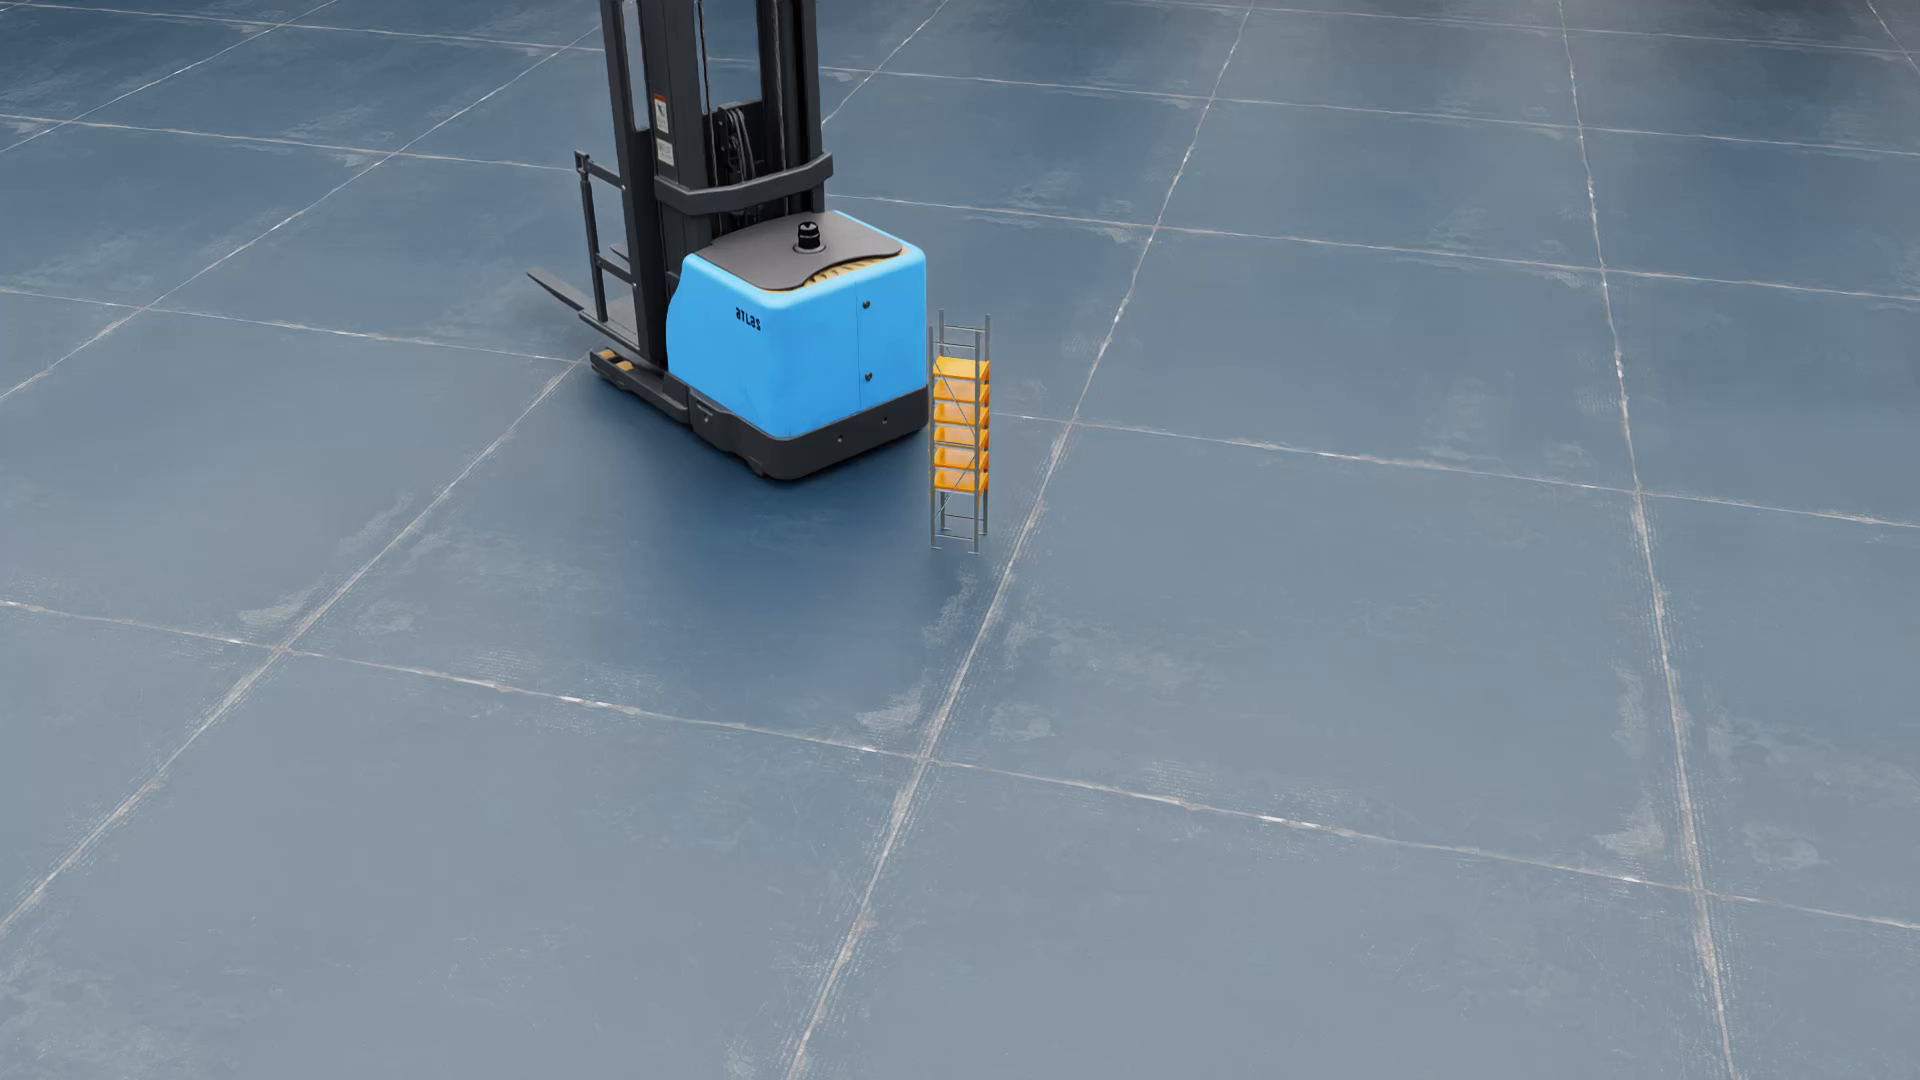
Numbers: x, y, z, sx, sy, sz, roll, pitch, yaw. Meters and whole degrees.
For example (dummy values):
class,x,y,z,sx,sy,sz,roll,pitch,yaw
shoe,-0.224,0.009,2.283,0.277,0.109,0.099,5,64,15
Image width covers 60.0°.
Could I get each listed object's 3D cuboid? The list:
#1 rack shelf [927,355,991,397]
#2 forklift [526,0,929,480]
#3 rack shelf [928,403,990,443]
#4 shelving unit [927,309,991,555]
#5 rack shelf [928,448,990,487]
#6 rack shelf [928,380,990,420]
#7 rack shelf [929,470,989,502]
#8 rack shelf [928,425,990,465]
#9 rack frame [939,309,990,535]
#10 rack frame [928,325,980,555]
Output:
class,x,y,z,sx,sy,sz,roll,pitch,yaw
rack shelf,-0.004,-0.765,7.747,0.258,0.103,0.180,8,33,12
forklift,-1.507,-2.260,9.074,1.130,2.935,3.031,-25,40,-34
rack shelf,-0.004,-0.563,7.876,0.258,0.103,0.180,8,33,12
shelving unit,-0.004,-0.499,7.916,0.258,1.200,0.189,8,33,12
rack shelf,-0.004,-0.360,8.005,0.258,0.103,0.180,8,33,12
rack shelf,-0.004,-0.664,7.811,0.258,0.103,0.180,8,33,12
rack shelf,-0.004,-0.259,8.069,0.258,0.103,0.180,8,33,12
rack shelf,-0.004,-0.461,7.940,0.258,0.103,0.180,8,33,12
rack frame,0.020,-0.546,7.991,0.240,1.200,0.006,8,33,12
rack frame,-0.027,-0.451,7.842,0.240,1.200,0.006,8,33,12
